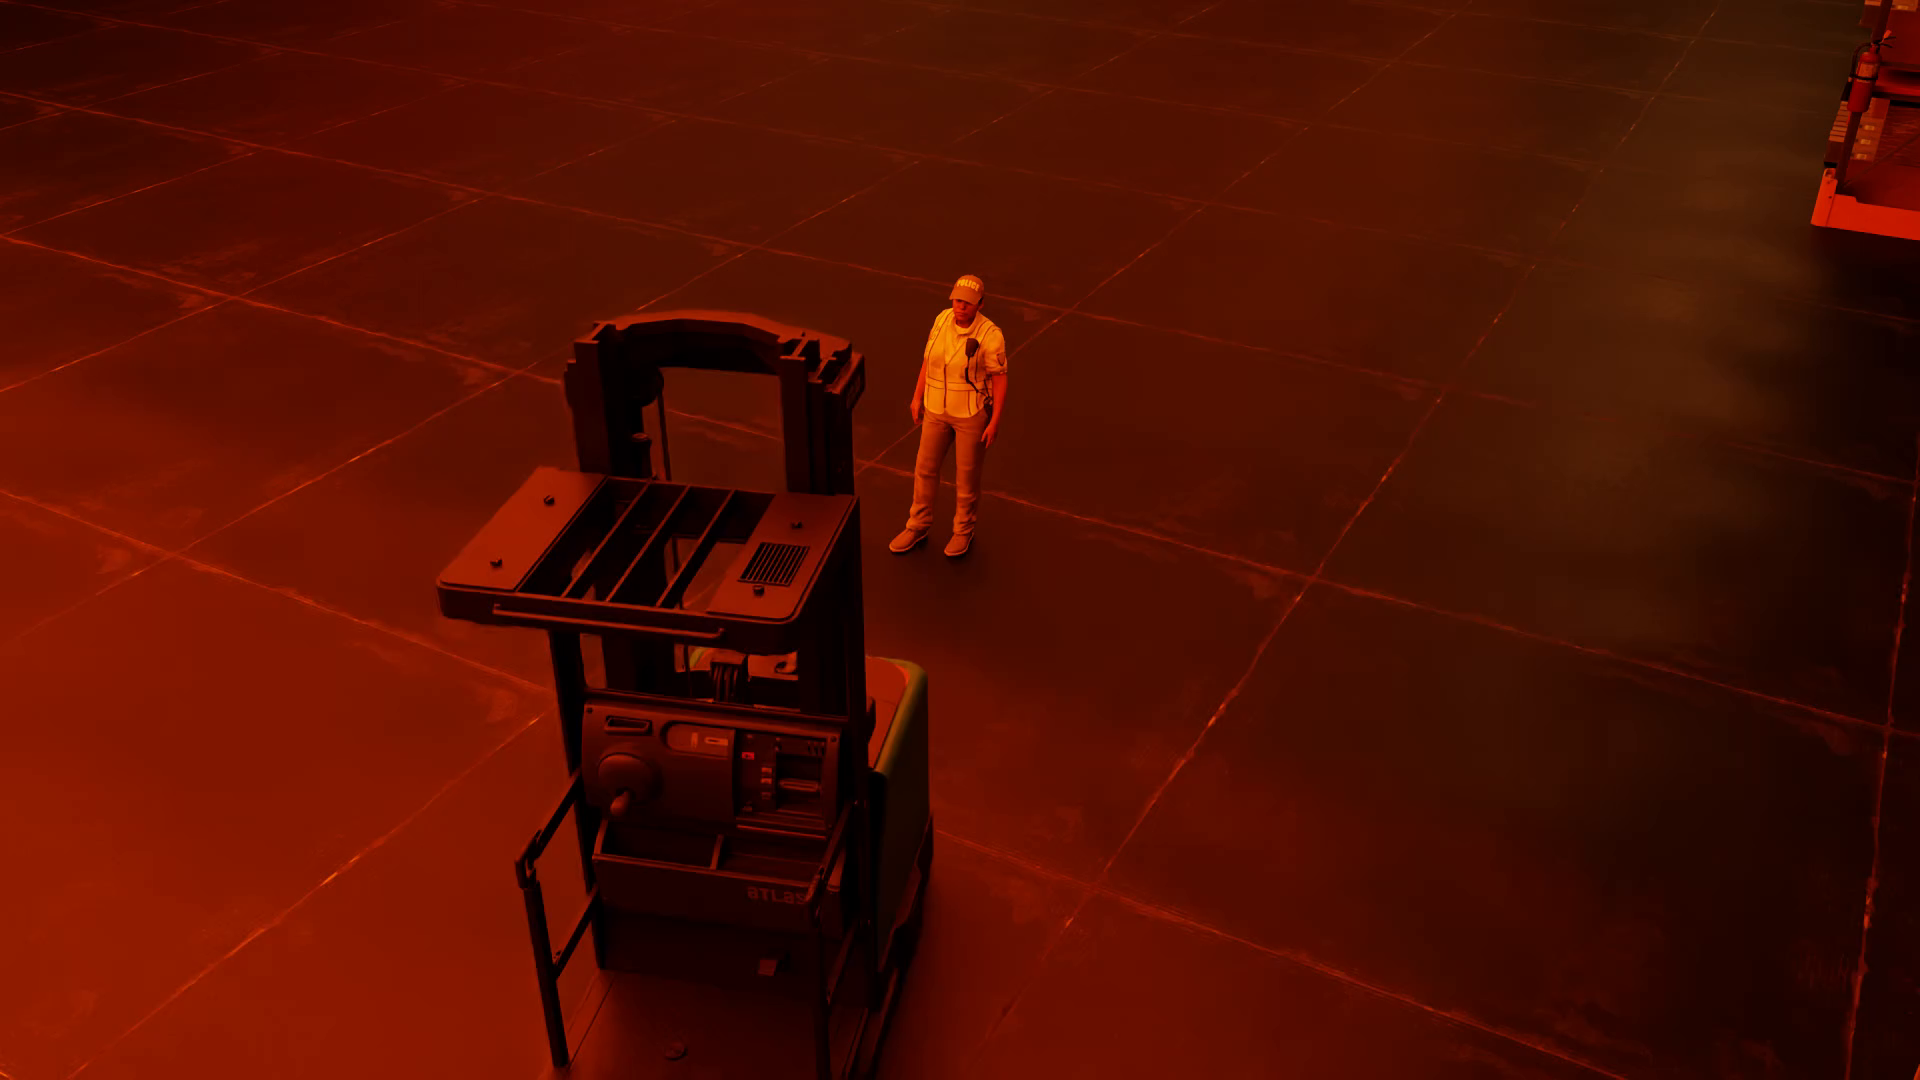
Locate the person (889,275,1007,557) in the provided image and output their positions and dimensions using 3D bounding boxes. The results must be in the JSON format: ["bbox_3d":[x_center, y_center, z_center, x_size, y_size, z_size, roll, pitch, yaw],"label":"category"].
[{"bbox_3d":[-0.057,-0.700,9.534,0.598,1.670,0.529,15,33,25],"label":"person"}]

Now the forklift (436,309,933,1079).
[{"bbox_3d":[-0.908,0.846,5.604,1.130,2.935,3.031,6,30,10],"label":"forklift"}]
